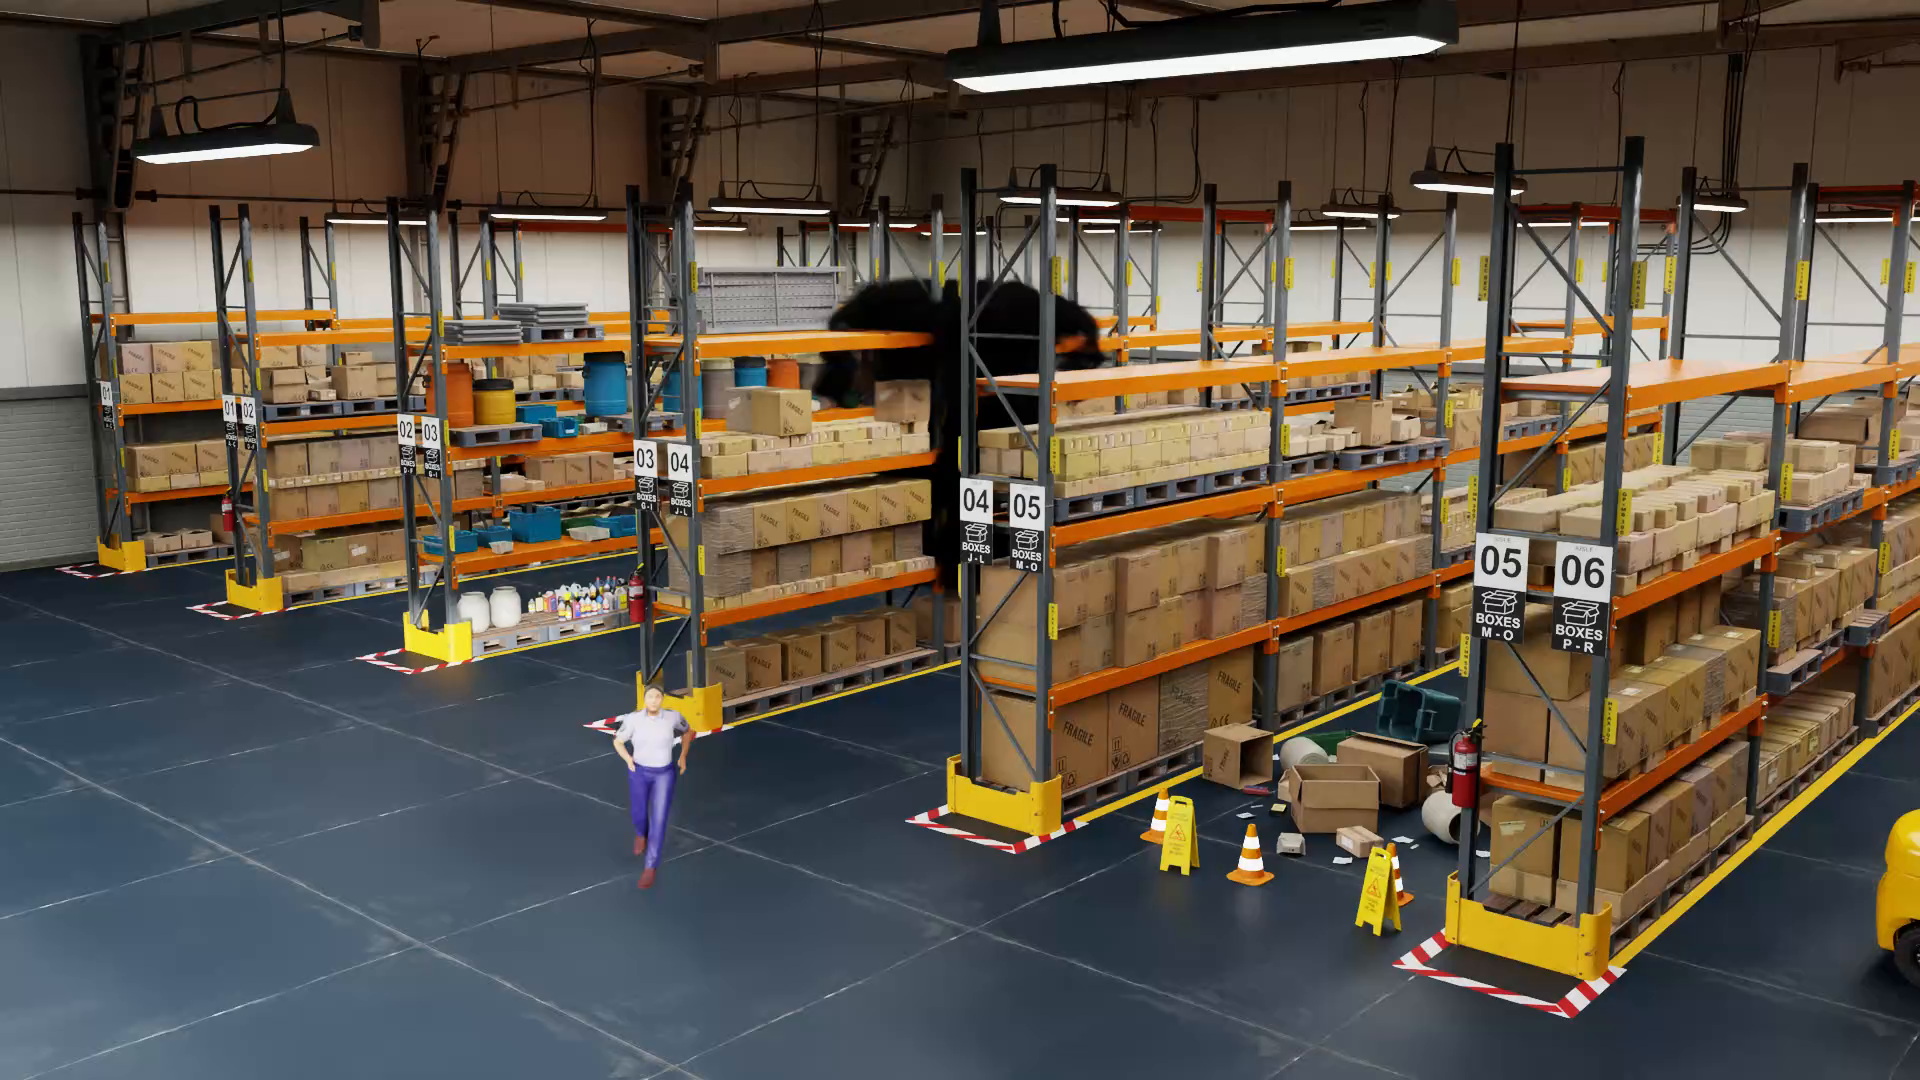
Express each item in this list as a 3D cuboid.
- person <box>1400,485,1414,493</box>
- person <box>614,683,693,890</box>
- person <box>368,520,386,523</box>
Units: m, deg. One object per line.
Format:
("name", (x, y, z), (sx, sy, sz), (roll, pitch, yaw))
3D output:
("person", (7.129, -0.018, 26.499), (0.802, 1.705, 0.607), (-9, 13, -44))
("person", (-2.614, 2.026, 14.162), (0.645, 1.652, 0.950), (-1, 9, -3))
("person", (-10.006, -0.381, 28.892), (0.656, 1.627, 0.980), (6, 11, 34))
